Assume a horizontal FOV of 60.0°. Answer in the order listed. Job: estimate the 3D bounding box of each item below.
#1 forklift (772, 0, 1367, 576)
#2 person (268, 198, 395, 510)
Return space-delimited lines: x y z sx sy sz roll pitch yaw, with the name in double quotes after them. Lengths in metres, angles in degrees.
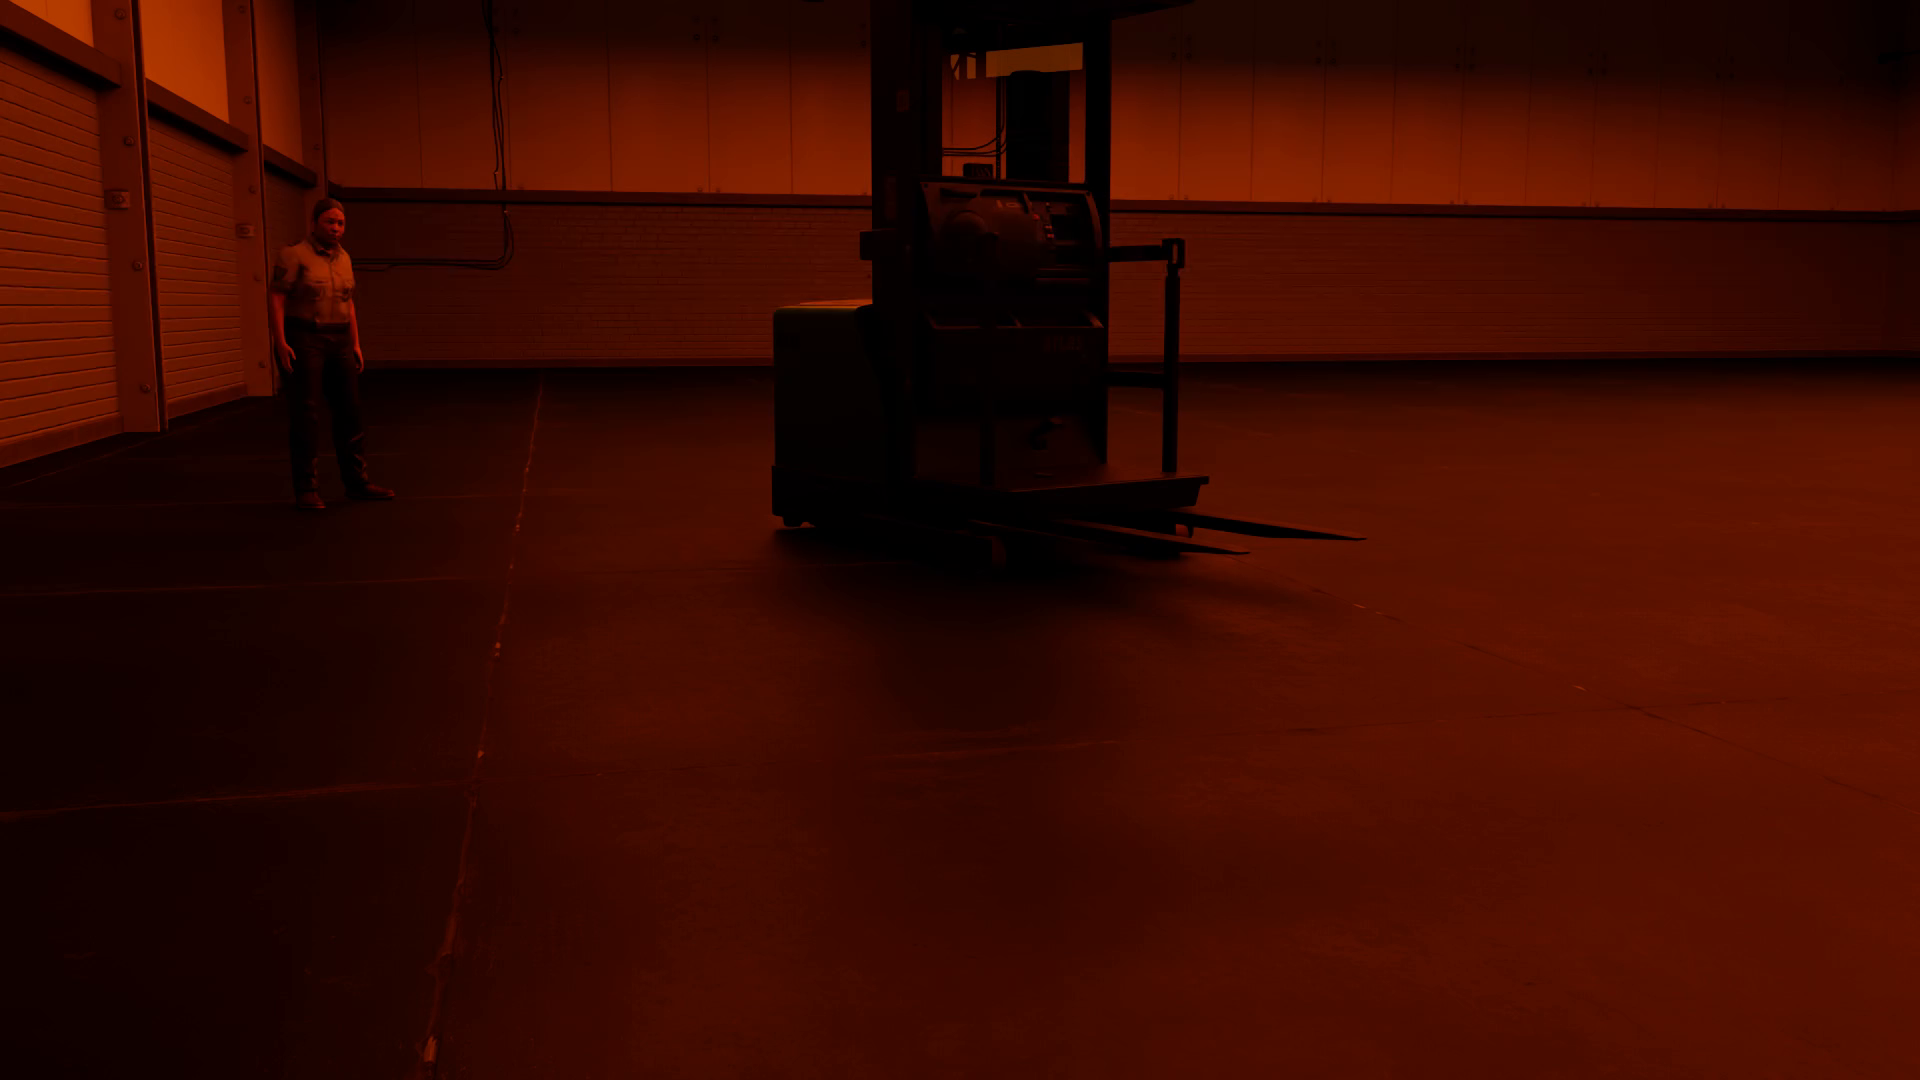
0.355 -1.383 7.015 1.130 2.935 3.031 -6 10 -35 "forklift"
-3.451 -1.019 9.057 0.431 1.657 0.627 4 9 29 "person"
